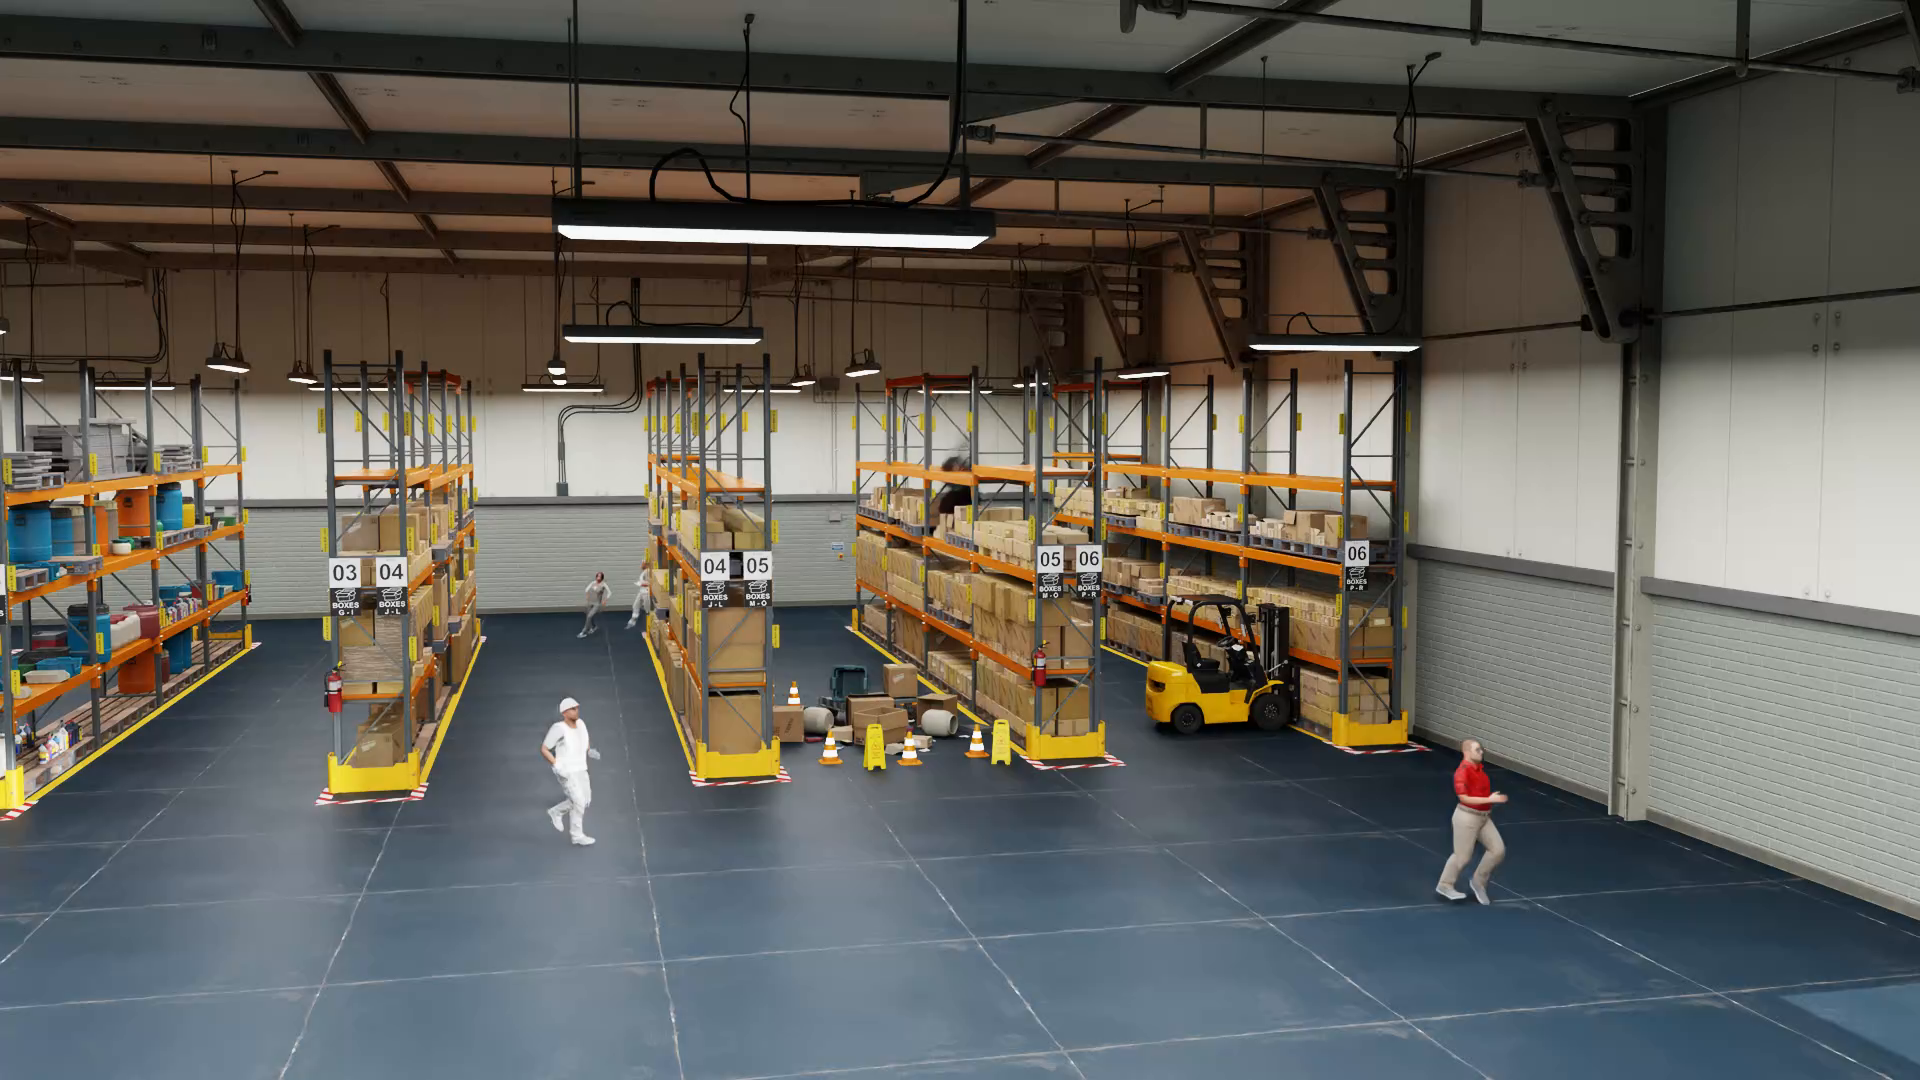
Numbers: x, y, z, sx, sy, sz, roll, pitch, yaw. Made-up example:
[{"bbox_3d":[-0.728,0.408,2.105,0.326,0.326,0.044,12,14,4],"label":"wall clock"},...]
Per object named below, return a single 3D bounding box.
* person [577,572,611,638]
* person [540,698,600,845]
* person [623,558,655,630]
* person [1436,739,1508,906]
[{"bbox_3d":[-8.564,1.506,39.036,0.683,1.524,0.784,1,4,19],"label":"person"},{"bbox_3d":[-4.674,2.750,19.829,0.730,1.745,0.683,2,4,26],"label":"person"},{"bbox_3d":[-7.627,1.305,40.291,1.008,1.779,0.674,-1,4,-19],"label":"person"},{"bbox_3d":[5.342,2.952,17.287,0.736,1.770,0.637,4,6,44],"label":"person"}]
